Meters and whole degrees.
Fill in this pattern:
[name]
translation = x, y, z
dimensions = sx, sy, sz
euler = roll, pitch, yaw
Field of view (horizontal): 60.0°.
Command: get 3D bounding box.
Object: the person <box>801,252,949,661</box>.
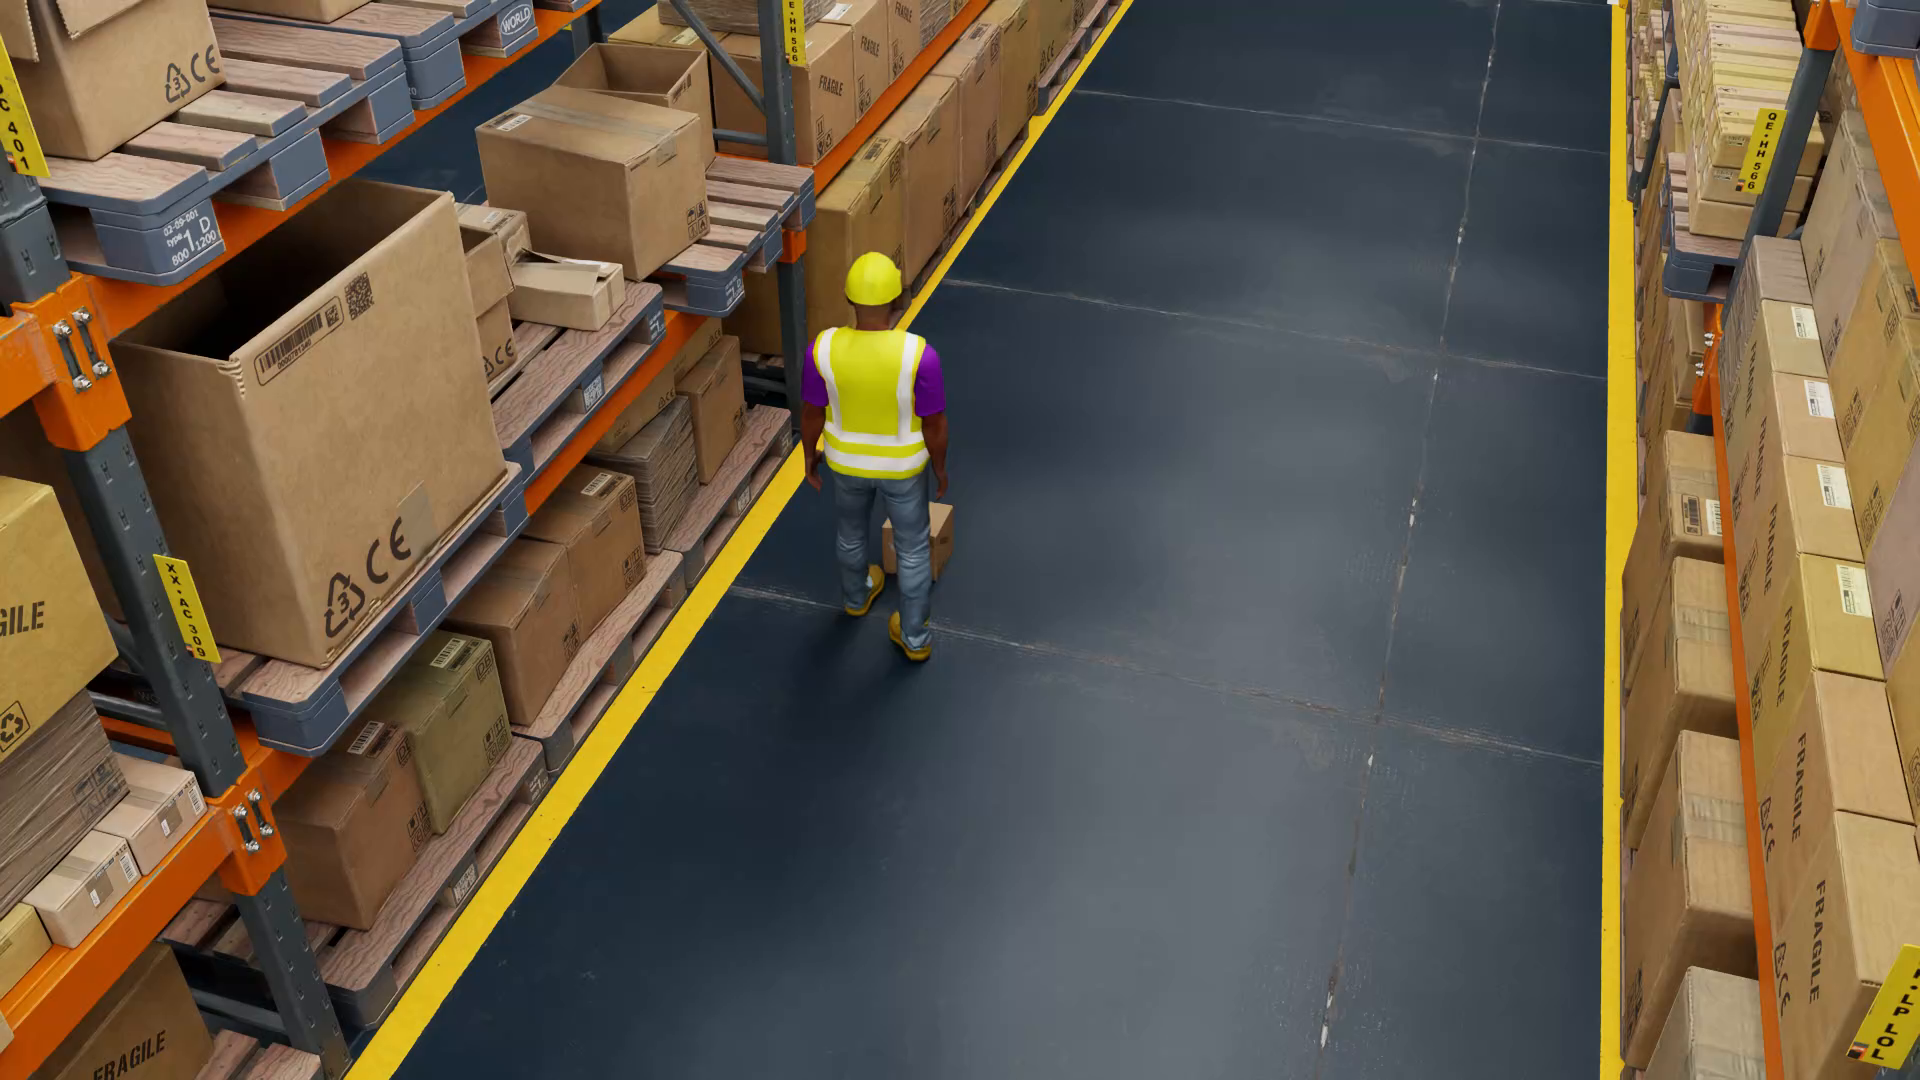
[person]
translation = -0.317, -0.365, 6.616
dimensions = 0.585, 1.769, 0.582
euler = 5, 37, 7
